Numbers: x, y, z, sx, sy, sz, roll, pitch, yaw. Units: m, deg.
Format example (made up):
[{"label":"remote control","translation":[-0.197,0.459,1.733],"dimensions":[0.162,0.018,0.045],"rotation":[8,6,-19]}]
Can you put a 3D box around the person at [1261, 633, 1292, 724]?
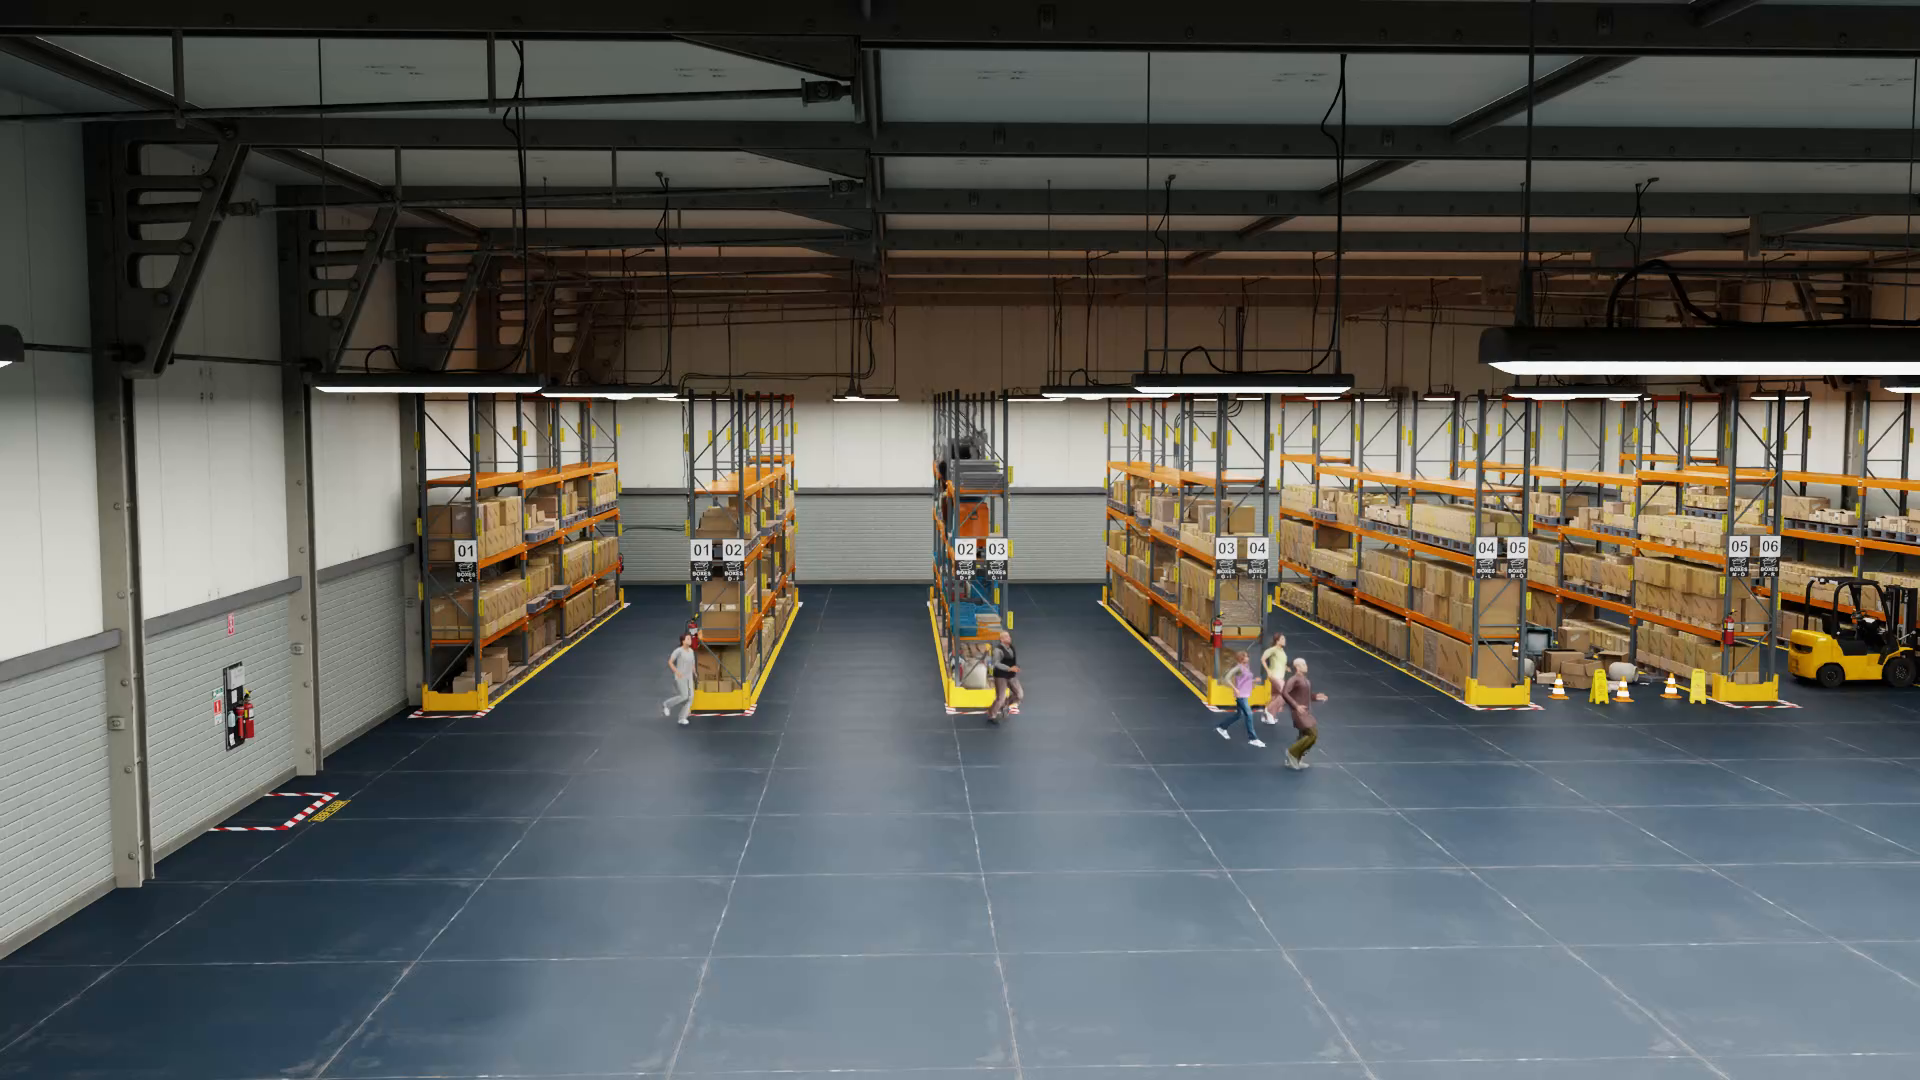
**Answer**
[{"label":"person","translation":[5.676,2.472,29.757],"dimensions":[0.541,1.628,0.584],"rotation":[3,6,32]}]

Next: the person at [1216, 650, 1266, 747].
[{"label":"person","translation":[4.713,2.632,27.859],"dimensions":[0.890,1.590,0.534],"rotation":[2,5,27]}]

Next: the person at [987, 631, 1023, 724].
[{"label":"person","translation":[0.836,2.453,29.691],"dimensions":[0.753,1.672,0.679],"rotation":[4,6,41]}]

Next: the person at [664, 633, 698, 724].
[{"label":"person","translation":[-4.964,2.475,29.980],"dimensions":[0.665,1.599,0.606],"rotation":[3,6,36]}]

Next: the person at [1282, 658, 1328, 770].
[{"label":"person","translation":[5.404,2.725,25.999],"dimensions":[0.642,1.743,0.695],"rotation":[2,5,23]}]
